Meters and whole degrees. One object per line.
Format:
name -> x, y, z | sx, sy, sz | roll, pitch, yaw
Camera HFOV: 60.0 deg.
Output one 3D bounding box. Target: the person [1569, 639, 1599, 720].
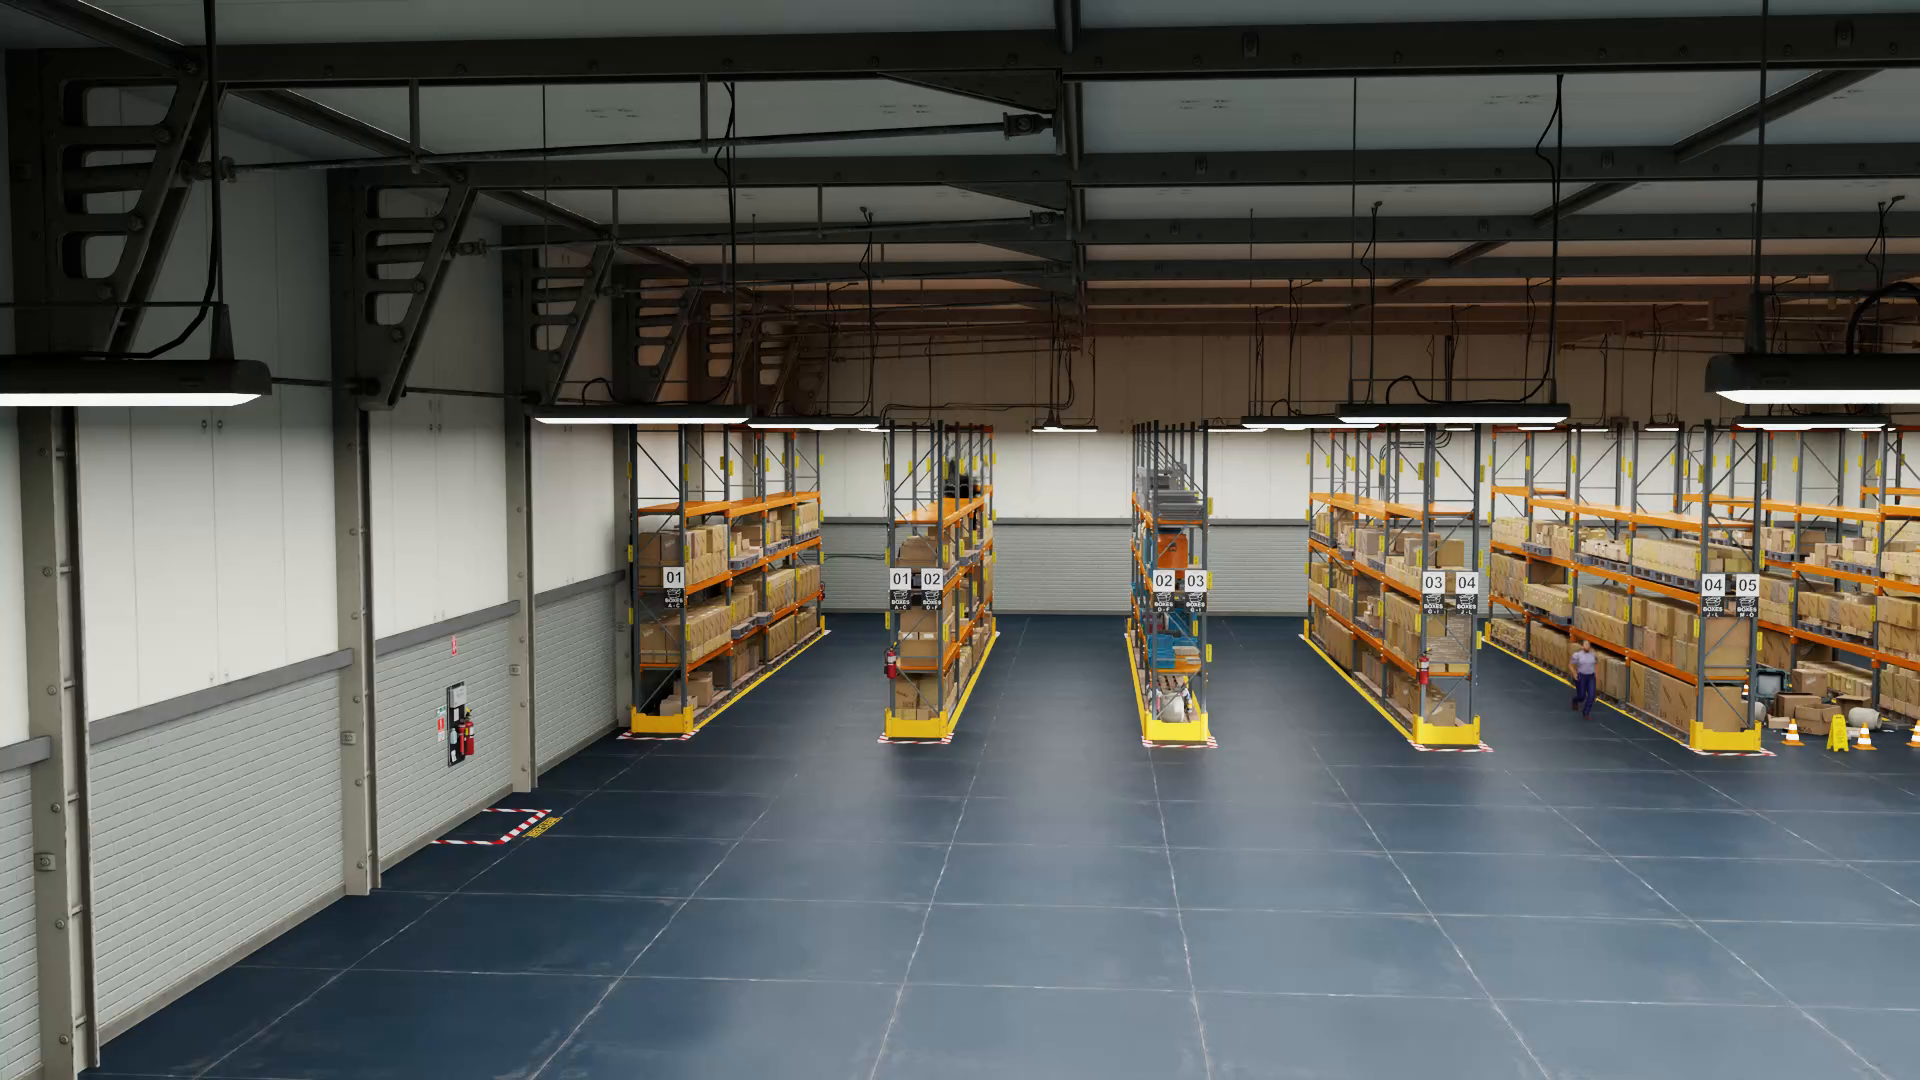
person -> 12.618, 2.806, 33.595 | 0.613, 1.607, 0.587 | 0, 4, 1
